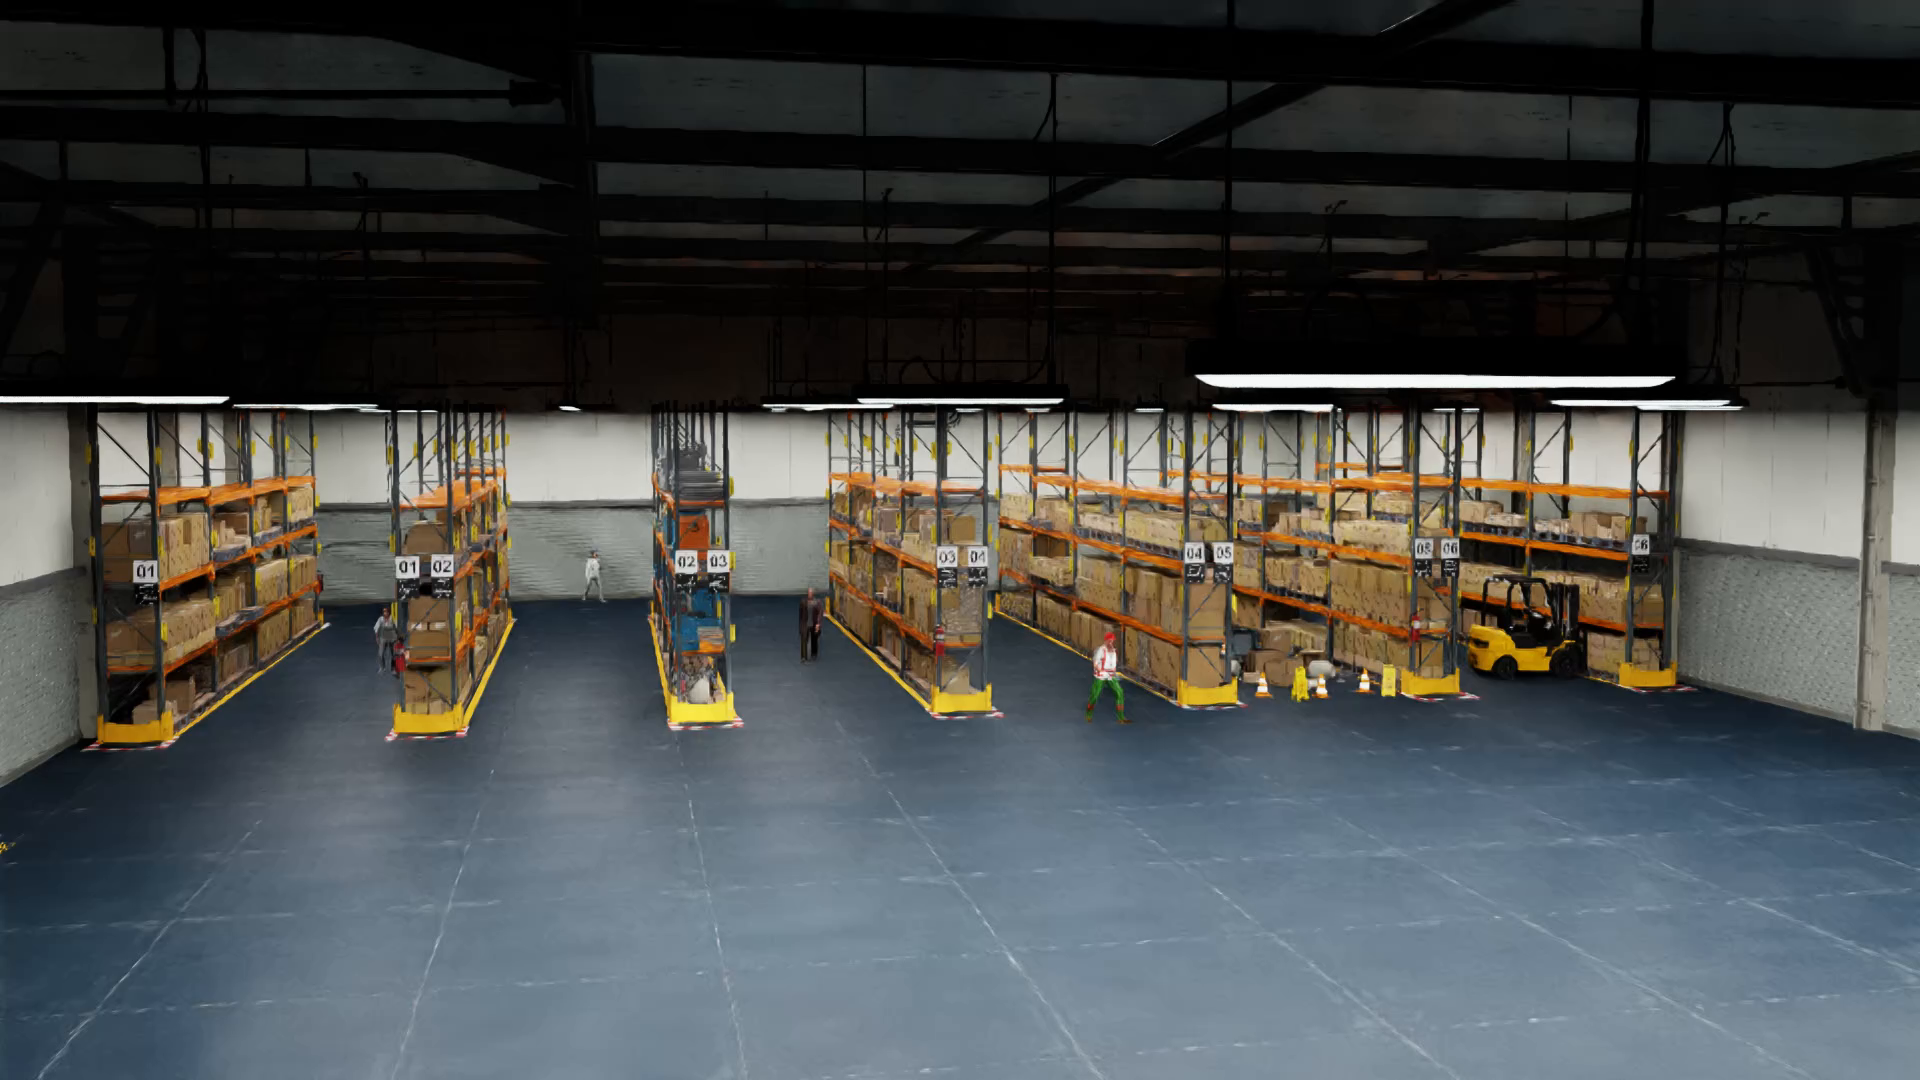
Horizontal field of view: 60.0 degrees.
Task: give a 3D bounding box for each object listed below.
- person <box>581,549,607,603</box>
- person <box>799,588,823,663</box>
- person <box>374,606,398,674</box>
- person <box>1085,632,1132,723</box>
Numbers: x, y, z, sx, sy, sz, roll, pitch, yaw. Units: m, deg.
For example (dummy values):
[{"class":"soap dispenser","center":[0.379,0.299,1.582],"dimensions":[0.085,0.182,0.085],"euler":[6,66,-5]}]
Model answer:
[{"class":"person","center":[-11.168,1.084,50.585],"dimensions":[0.543,1.645,0.911],"euler":[-3,6,-39]},{"class":"person","center":[-3.447,2.001,38.433],"dimensions":[0.573,1.622,1.103],"euler":[0,4,-3]},{"class":"person","center":[-12.608,2.200,36.630],"dimensions":[0.566,1.541,0.519],"euler":[-1,4,-14]},{"class":"person","center":[2.698,2.533,30.797],"dimensions":[0.686,1.716,0.838],"euler":[-2,5,-27]}]
